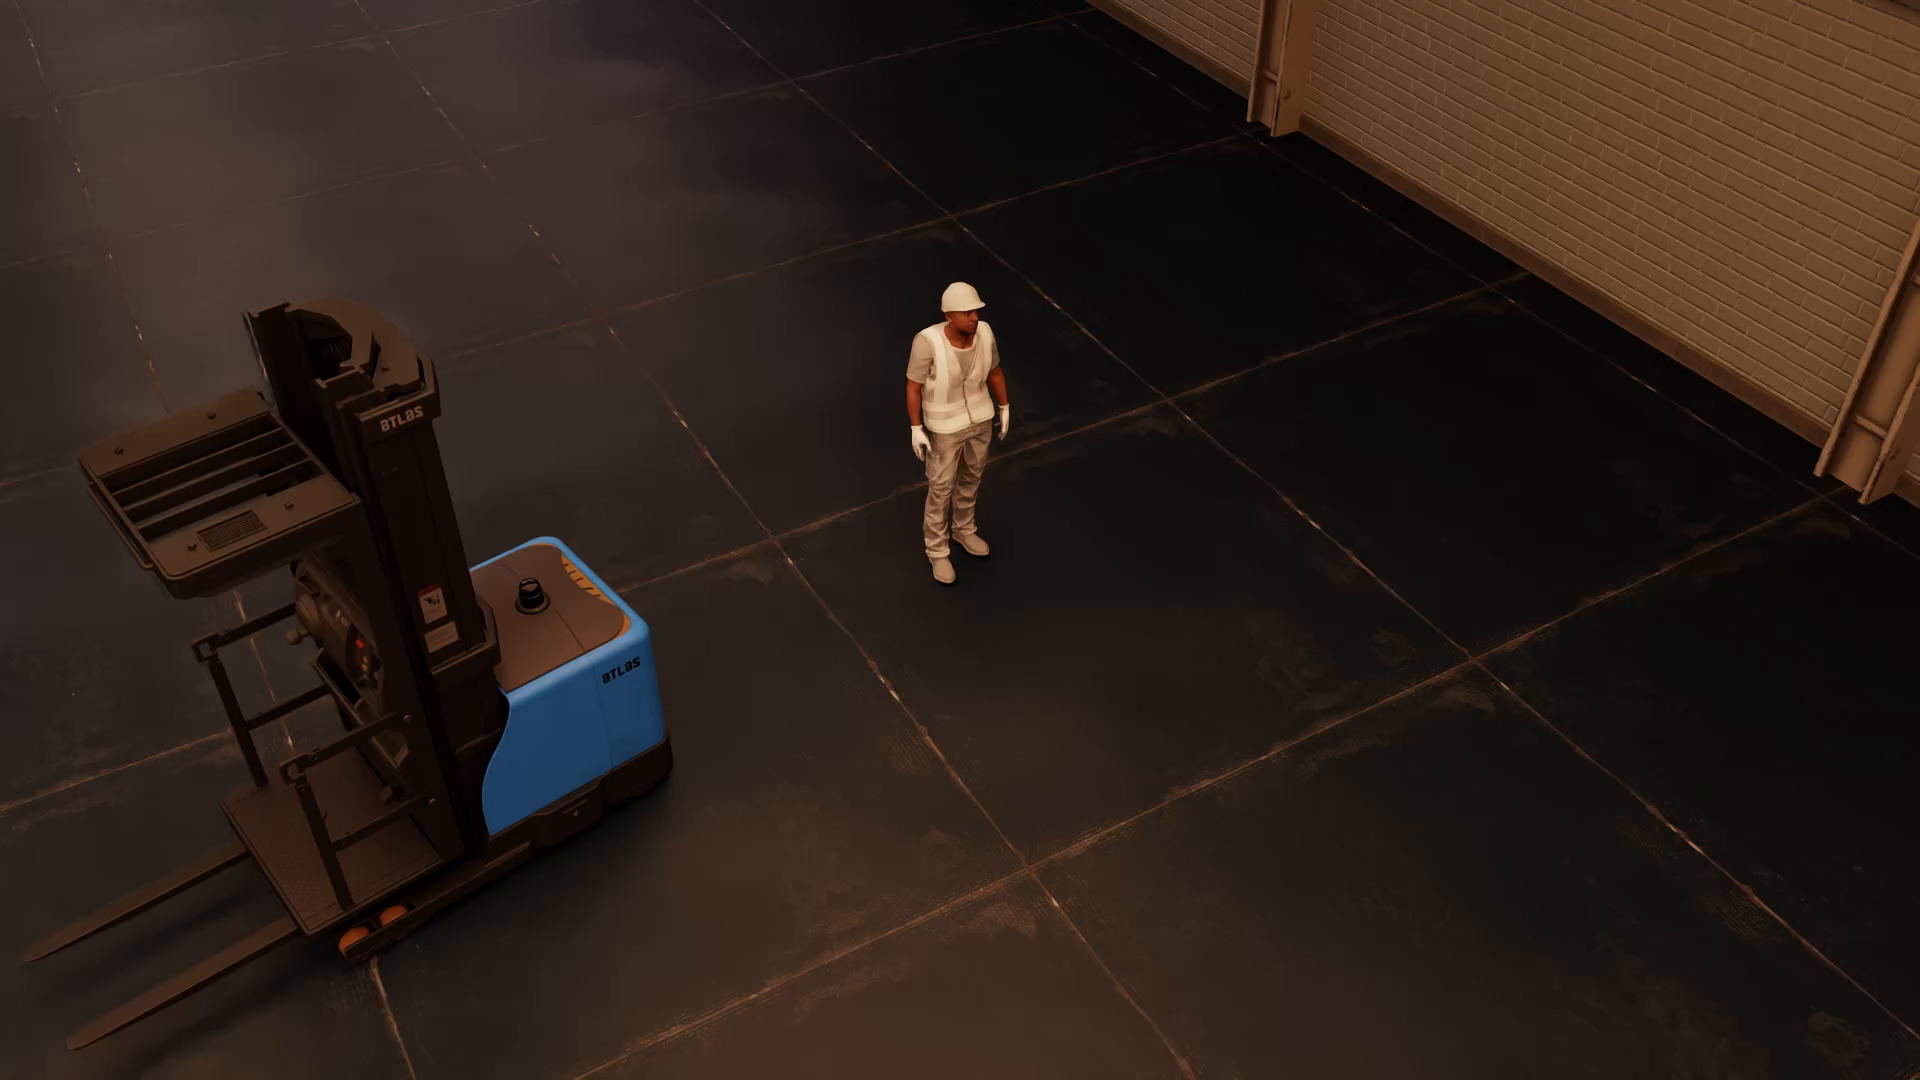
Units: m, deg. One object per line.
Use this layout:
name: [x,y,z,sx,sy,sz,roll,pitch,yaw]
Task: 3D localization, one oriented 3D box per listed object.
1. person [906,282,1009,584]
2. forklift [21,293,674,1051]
person: [0.028,-0.650,9.707,0.656,1.782,0.577,-20,44,-23]
forklift: [-2.965,0.495,7.439,3.031,2.935,1.130,-28,47,-30]
